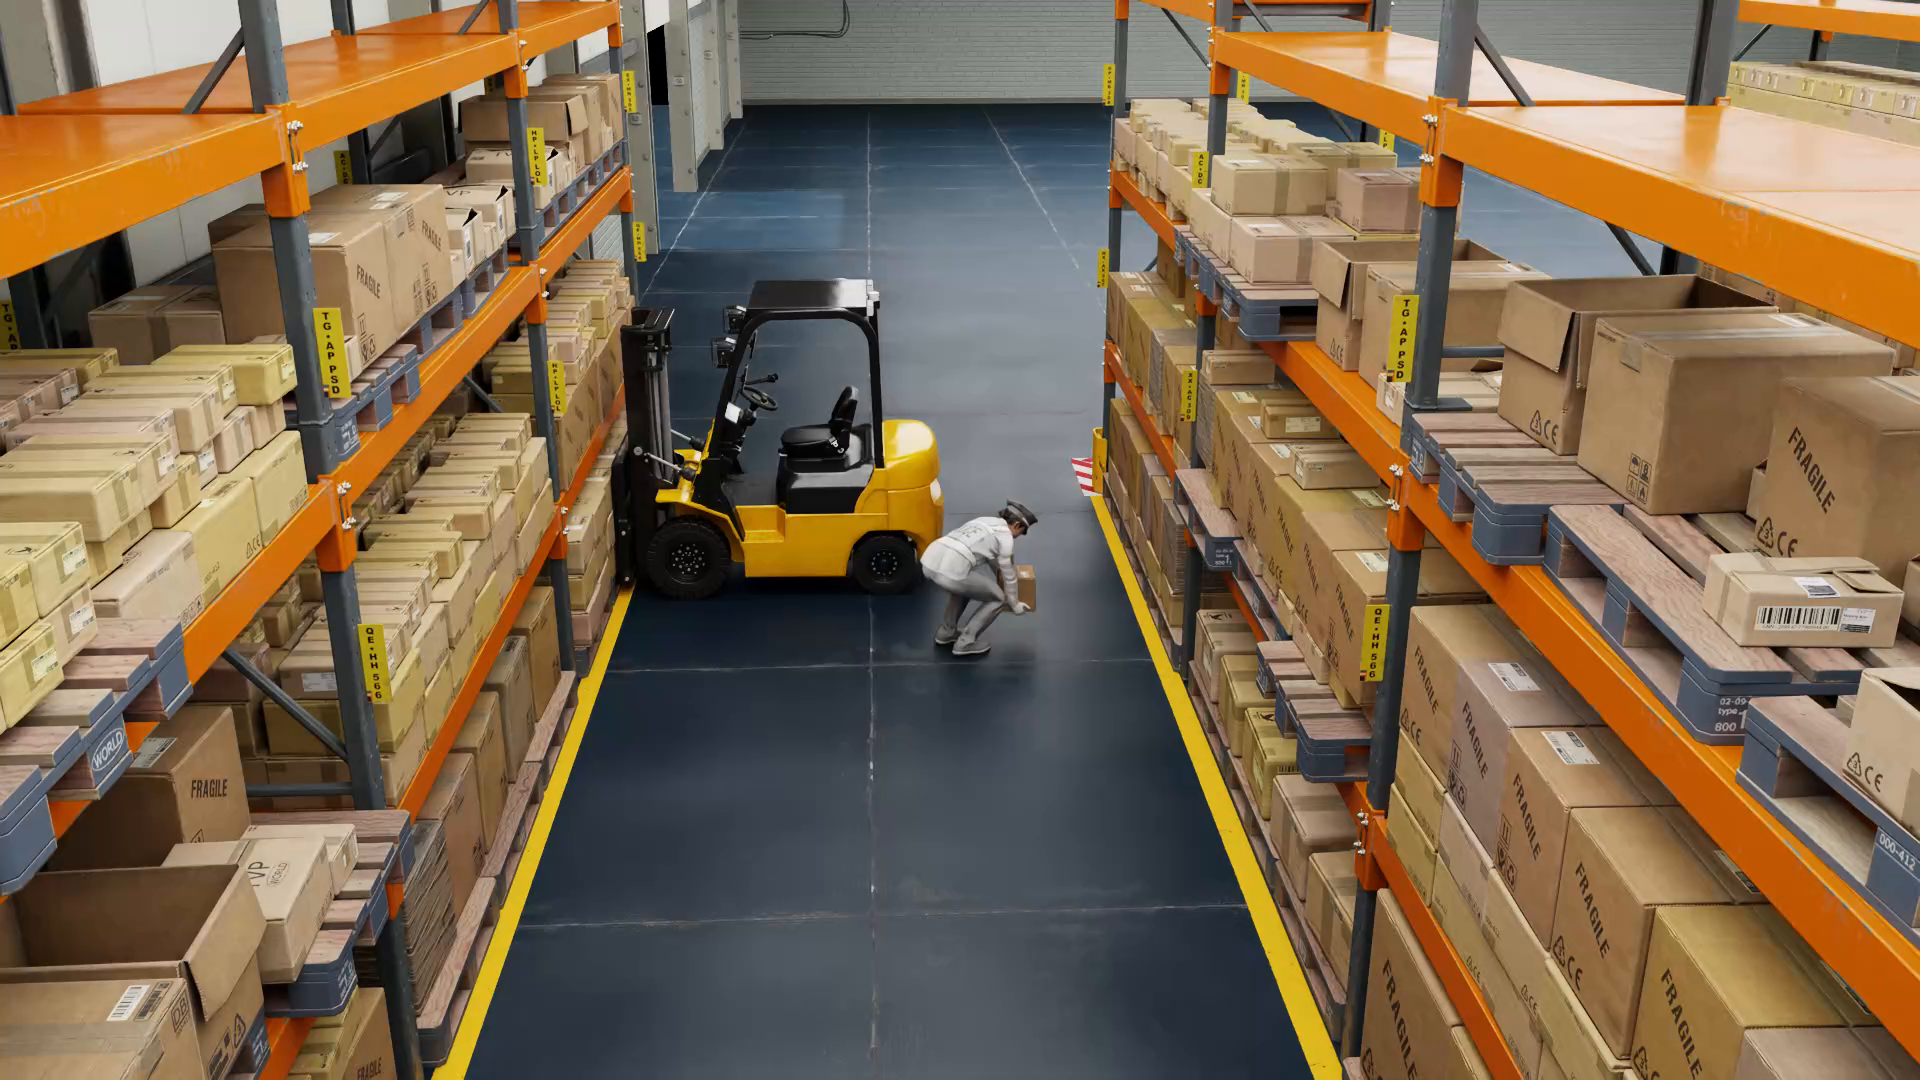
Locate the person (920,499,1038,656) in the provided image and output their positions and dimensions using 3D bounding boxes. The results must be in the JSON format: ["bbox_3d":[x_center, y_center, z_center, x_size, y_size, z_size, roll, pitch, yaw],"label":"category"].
[{"bbox_3d":[0.154,0.246,11.409,0.893,0.978,0.467,-14,24,-32],"label":"person"}]
